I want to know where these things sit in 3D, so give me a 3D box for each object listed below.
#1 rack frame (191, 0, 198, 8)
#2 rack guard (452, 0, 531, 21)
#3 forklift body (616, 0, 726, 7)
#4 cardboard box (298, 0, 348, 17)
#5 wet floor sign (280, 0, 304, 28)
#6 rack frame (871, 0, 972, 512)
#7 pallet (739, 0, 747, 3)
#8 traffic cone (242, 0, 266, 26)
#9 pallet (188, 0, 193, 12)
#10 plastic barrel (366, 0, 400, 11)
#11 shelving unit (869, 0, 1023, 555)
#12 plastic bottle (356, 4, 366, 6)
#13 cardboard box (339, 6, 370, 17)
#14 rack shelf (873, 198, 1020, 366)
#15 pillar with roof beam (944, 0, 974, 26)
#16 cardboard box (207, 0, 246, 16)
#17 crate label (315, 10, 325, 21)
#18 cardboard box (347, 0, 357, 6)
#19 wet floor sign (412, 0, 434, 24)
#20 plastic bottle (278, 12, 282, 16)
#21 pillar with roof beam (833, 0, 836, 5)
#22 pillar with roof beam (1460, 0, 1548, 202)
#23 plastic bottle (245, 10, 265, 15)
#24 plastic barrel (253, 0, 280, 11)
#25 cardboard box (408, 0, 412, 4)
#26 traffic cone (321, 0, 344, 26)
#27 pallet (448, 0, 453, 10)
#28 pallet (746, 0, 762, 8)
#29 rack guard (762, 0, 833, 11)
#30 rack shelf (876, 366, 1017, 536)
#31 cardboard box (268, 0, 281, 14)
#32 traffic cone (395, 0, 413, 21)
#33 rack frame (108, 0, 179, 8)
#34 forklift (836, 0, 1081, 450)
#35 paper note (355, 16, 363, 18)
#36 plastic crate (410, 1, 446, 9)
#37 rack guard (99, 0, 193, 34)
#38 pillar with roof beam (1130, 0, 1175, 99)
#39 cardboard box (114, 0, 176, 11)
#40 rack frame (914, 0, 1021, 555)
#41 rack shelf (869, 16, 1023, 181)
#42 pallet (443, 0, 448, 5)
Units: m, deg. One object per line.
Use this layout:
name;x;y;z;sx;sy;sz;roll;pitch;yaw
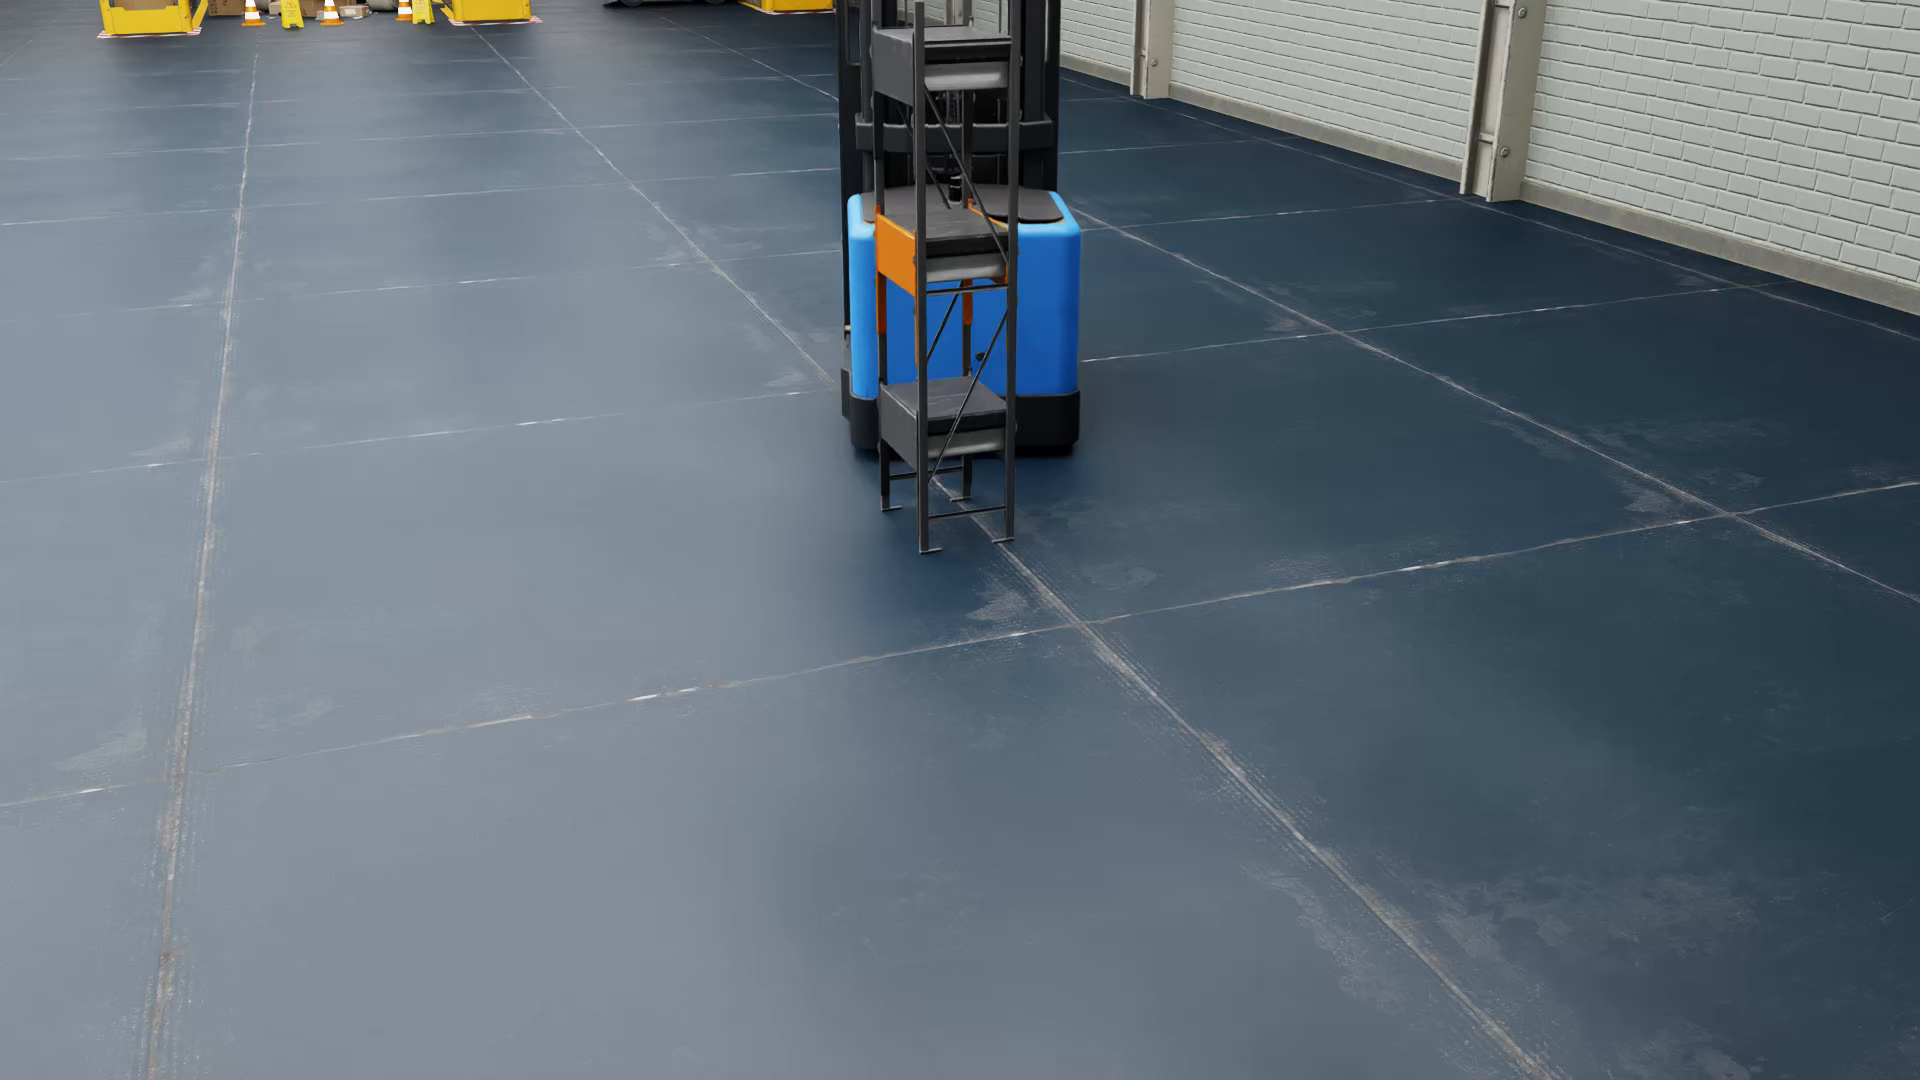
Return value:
rack frame;-13.377;-10.345;27.431;1.000;3.000;0.127;-8;24;-19
rack guard;-7.396;-8.483;26.232;1.175;0.500;0.348;-8;24;-19
forklift body;-5.103;-10.337;28.506;2.313;2.155;1.214;-8;24;-19
cardboard box;-10.358;-8.748;26.856;0.637;0.503;0.797;12;26;27
wet floor sign;-10.102;-8.067;25.060;0.267;0.644;0.232;-13;26;-28
rack frame;-0.145;-1.116;6.695;0.400;2.100;0.015;-8;24;-19
pallet;-3.463;-9.719;29.538;1.003;0.211;1.213;-8;24;-19
traffic cone;-10.823;-8.110;25.396;0.336;0.463;0.334;-8;24;-19
pallet;-13.182;-8.773;27.292;1.003;0.211;1.213;-8;24;-19
plastic barrel;-9.515;-8.963;27.470;0.512;0.421;0.421;8;24;18
shelving unit;-0.058;-1.028;6.485;0.431;2.100;0.503;-8;24;-19
plastic bottle;-10.081;-8.980;27.977;0.133;0.061;0.283;-4;23;-10
cardboard box;-9.722;-8.492;26.707;0.380;0.149;0.250;4;23;9
rack shelf;-0.058;-1.015;6.490;0.431;0.518;0.480;-8;24;-19
pillar with roof beam;-4.037;-10.660;20.455;9.100;9.000;0.400;-8;24;-19
cardboard box;-11.869;-8.771;26.912;0.500;0.500;0.500;-4;23;-10
crate label;-9.982;-8.268;26.191;0.298;0.136;0.250;18;29;36
cardboard box;-10.502;-9.210;28.260;0.396;0.266;0.258;12;26;27
wet floor sign;-8.303;-8.306;25.627;0.267;0.644;0.232;0;23;-1
plastic bottle;-10.871;-8.459;26.741;0.133;0.061;0.283;-18;29;-37
pillar with roof beam;-6.157;-12.840;25.628;9.100;9.000;0.400;-8;24;-19
pillar with roof beam;0.202;-6.300;10.110;9.100;9.000;0.400;-8;24;-19
plastic bottle;-11.410;-8.532;26.913;0.283;0.061;0.133;-18;29;-37
plastic barrel;-11.541;-8.956;27.453;0.512;0.421;0.421;8;24;18
cardboard box;-9.677;-9.334;28.248;0.500;0.500;0.500;8;24;18
traffic cone;-9.646;-8.141;25.470;0.336;0.463;0.334;-8;24;-19
pallet;-8.077;-9.092;28.050;1.003;0.211;1.213;-8;24;-19
pallet;-3.036;-9.277;28.488;1.003;0.211;1.213;-8;24;-19
rack guard;-2.718;-9.129;27.765;1.175;0.500;0.348;-8;24;-19
rack shelf;-0.058;-0.370;6.762;0.431;0.518;0.480;-8;24;-19
cardboard box;-11.047;-8.713;27.080;0.396;0.266;0.258;-4;23;-10
traffic cone;-8.728;-8.417;26.125;0.336;0.463;0.334;-8;24;-19
rack frame;-11.964;-8.891;23.983;1.000;3.000;0.127;-8;24;-19
forklift;-0.075;-2.291;8.412;1.130;2.935;3.031;-2;23;-4
paper note;-9.565;-8.309;26.425;0.148;0.019;0.142;-18;29;-37
plastic crate;-8.995;-9.032;28.076;0.402;0.080;0.583;-18;29;-37
rack guard;-11.956;-7.731;24.448;1.175;0.500;0.348;-8;24;-19
pillar with roof beam;-1.918;-8.480;15.283;9.100;9.000;0.400;-8;24;-19
cardboard box;-12.266;-8.343;24.877;0.875;0.875;0.875;-8;24;-19
rack frame;0.028;-0.939;6.275;0.400;2.100;0.015;-8;24;-19
rack shelf;-0.058;-1.660;6.218;0.431;0.518;0.480;-8;24;-19
pallet;-8.512;-9.536;29.104;1.003;0.211;1.213;-8;24;-19
